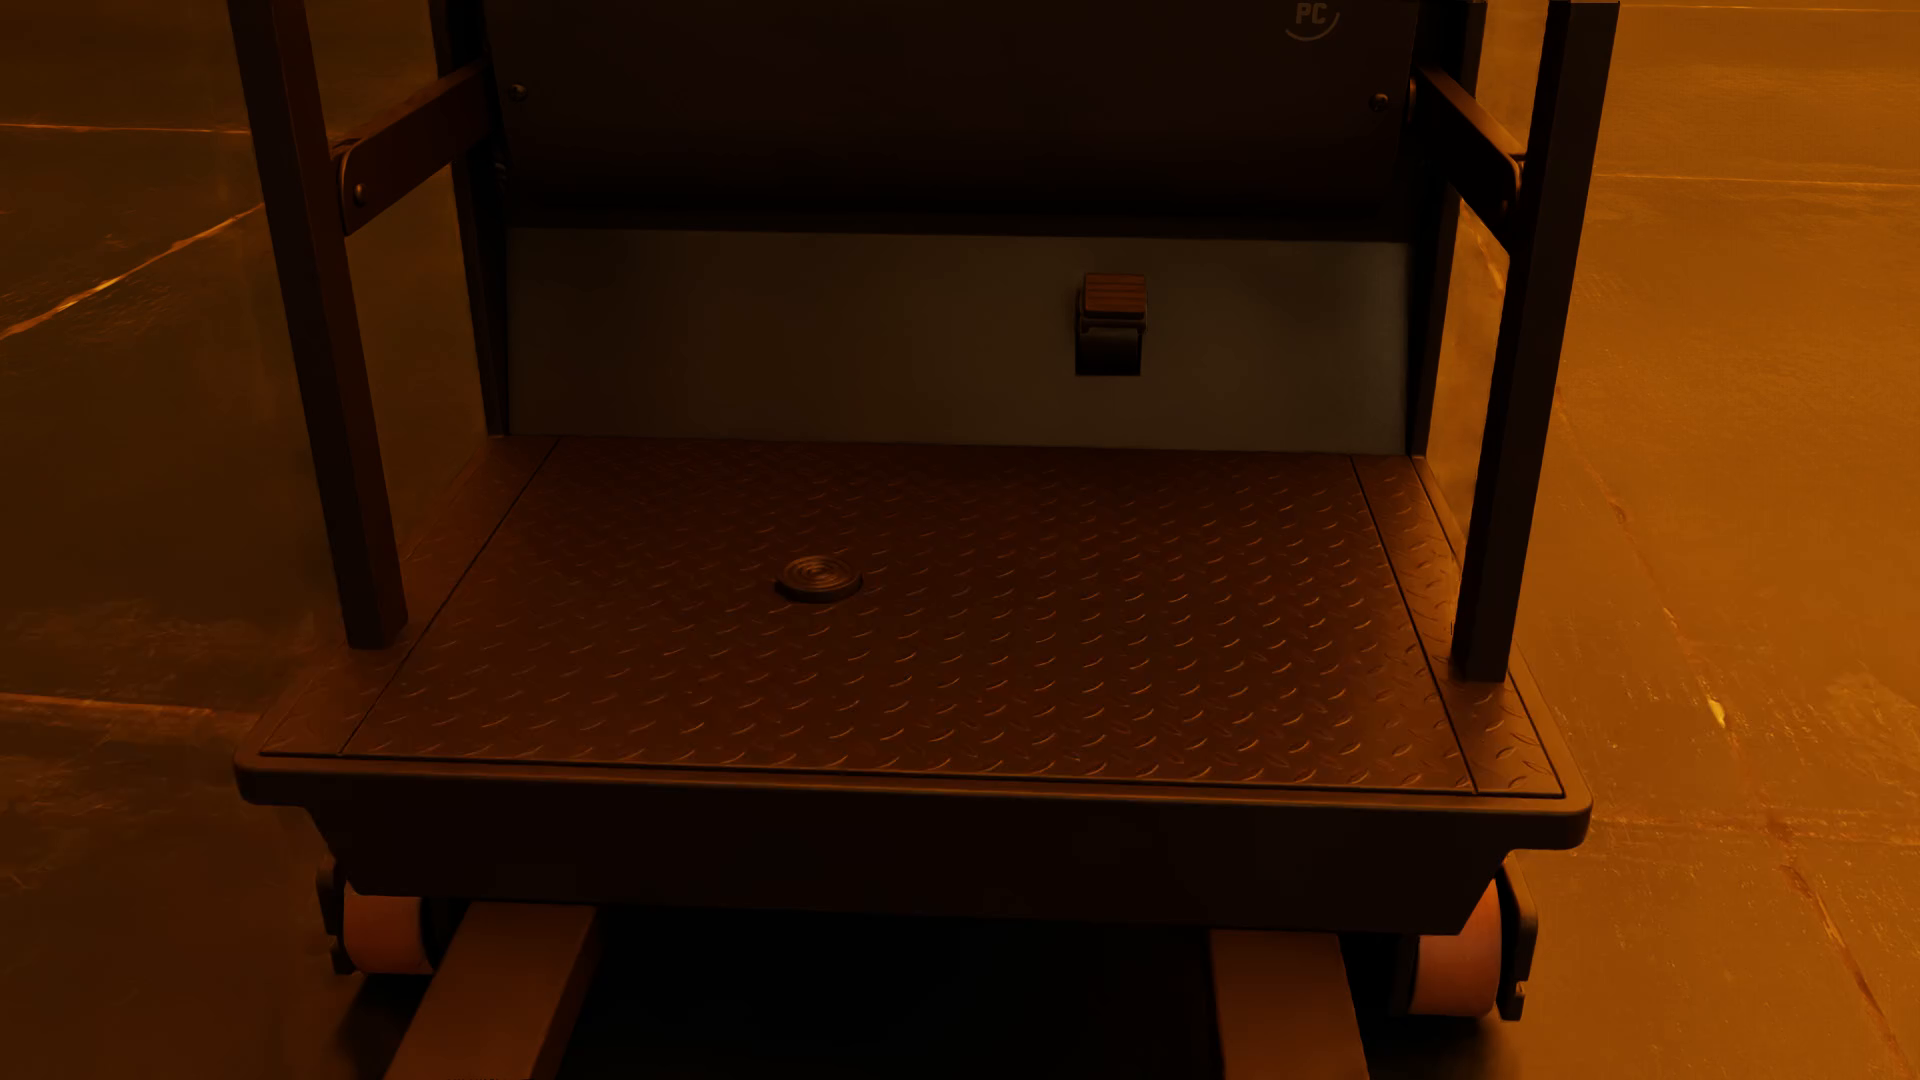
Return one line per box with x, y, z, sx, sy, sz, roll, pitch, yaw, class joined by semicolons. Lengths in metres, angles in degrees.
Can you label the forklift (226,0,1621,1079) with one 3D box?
-0.023;-1.008;1.237;1.130;2.935;3.031;1;27;3;forklift
